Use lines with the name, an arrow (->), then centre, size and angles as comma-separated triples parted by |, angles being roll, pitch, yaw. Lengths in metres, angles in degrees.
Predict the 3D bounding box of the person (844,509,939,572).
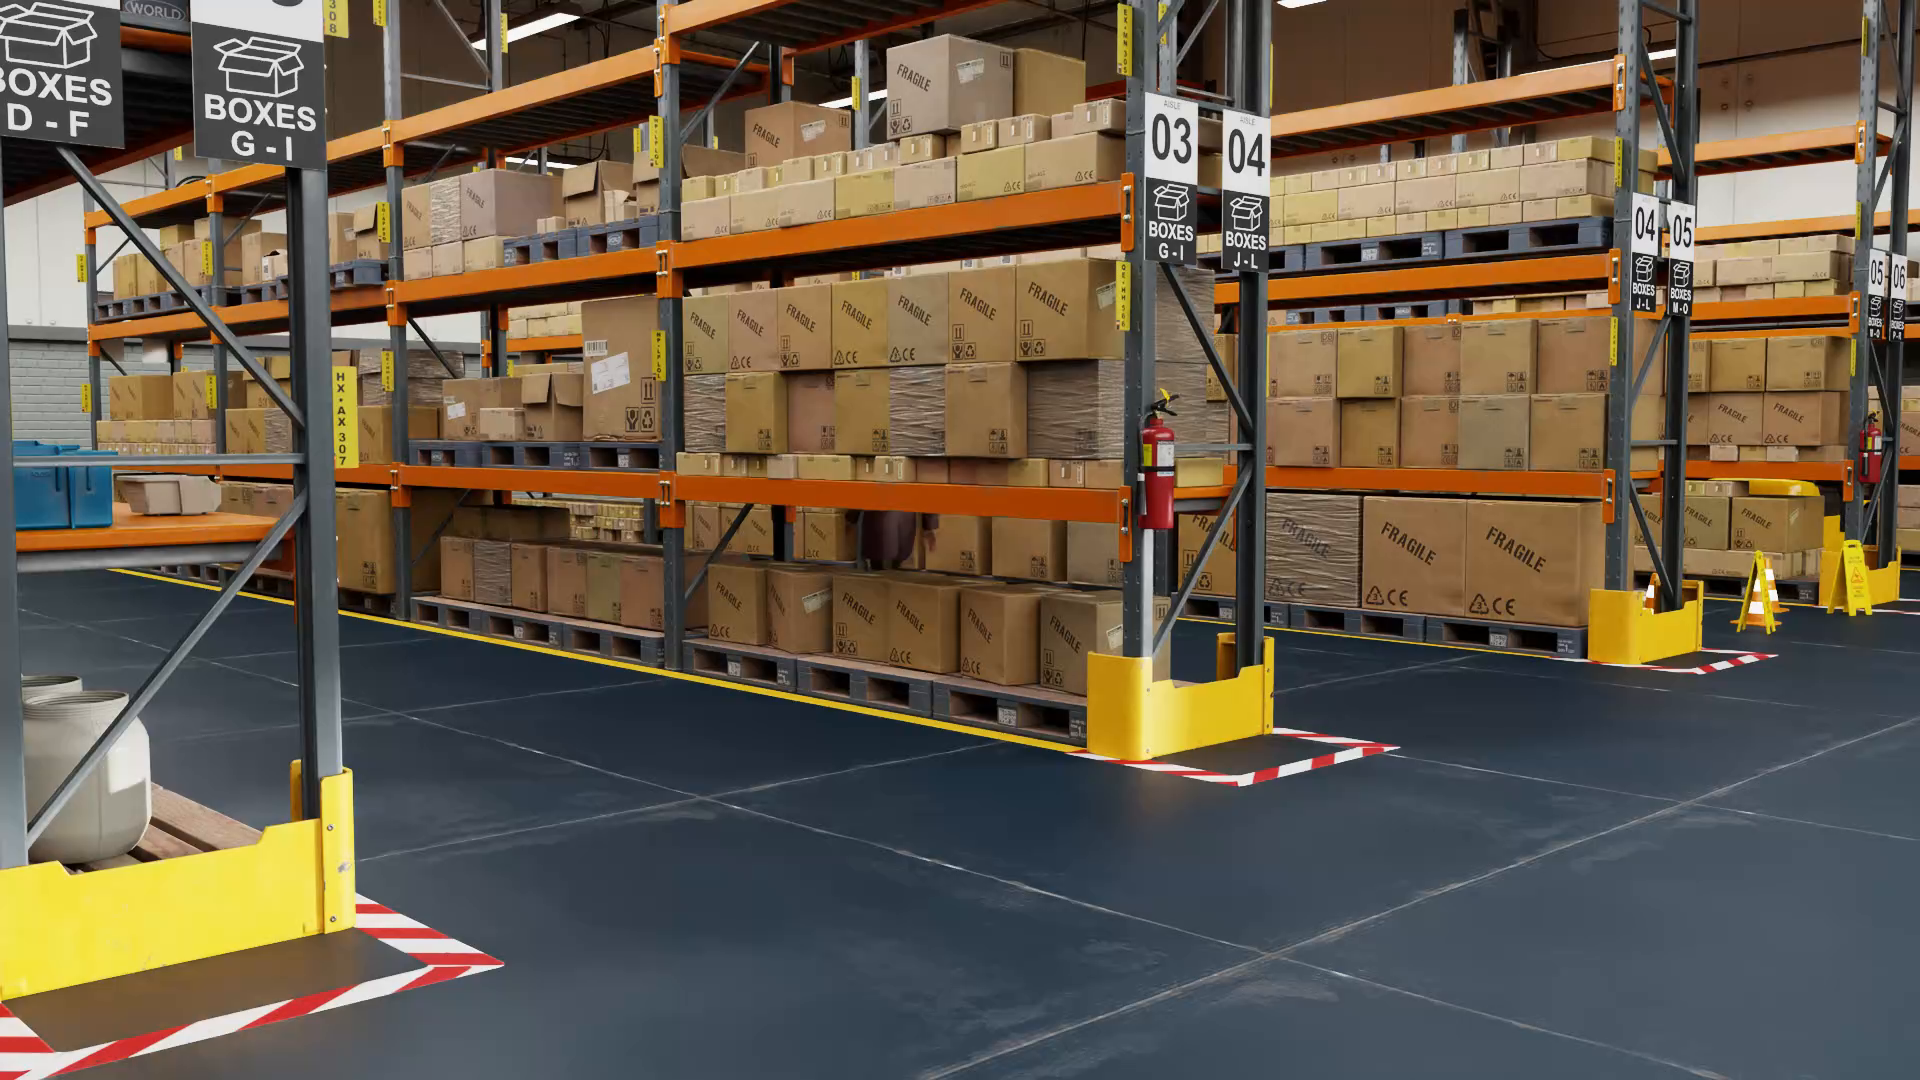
person -> -0.592, -0.117, 12.636 | 0.638, 1.715, 1.013 | -2, 4, -30
